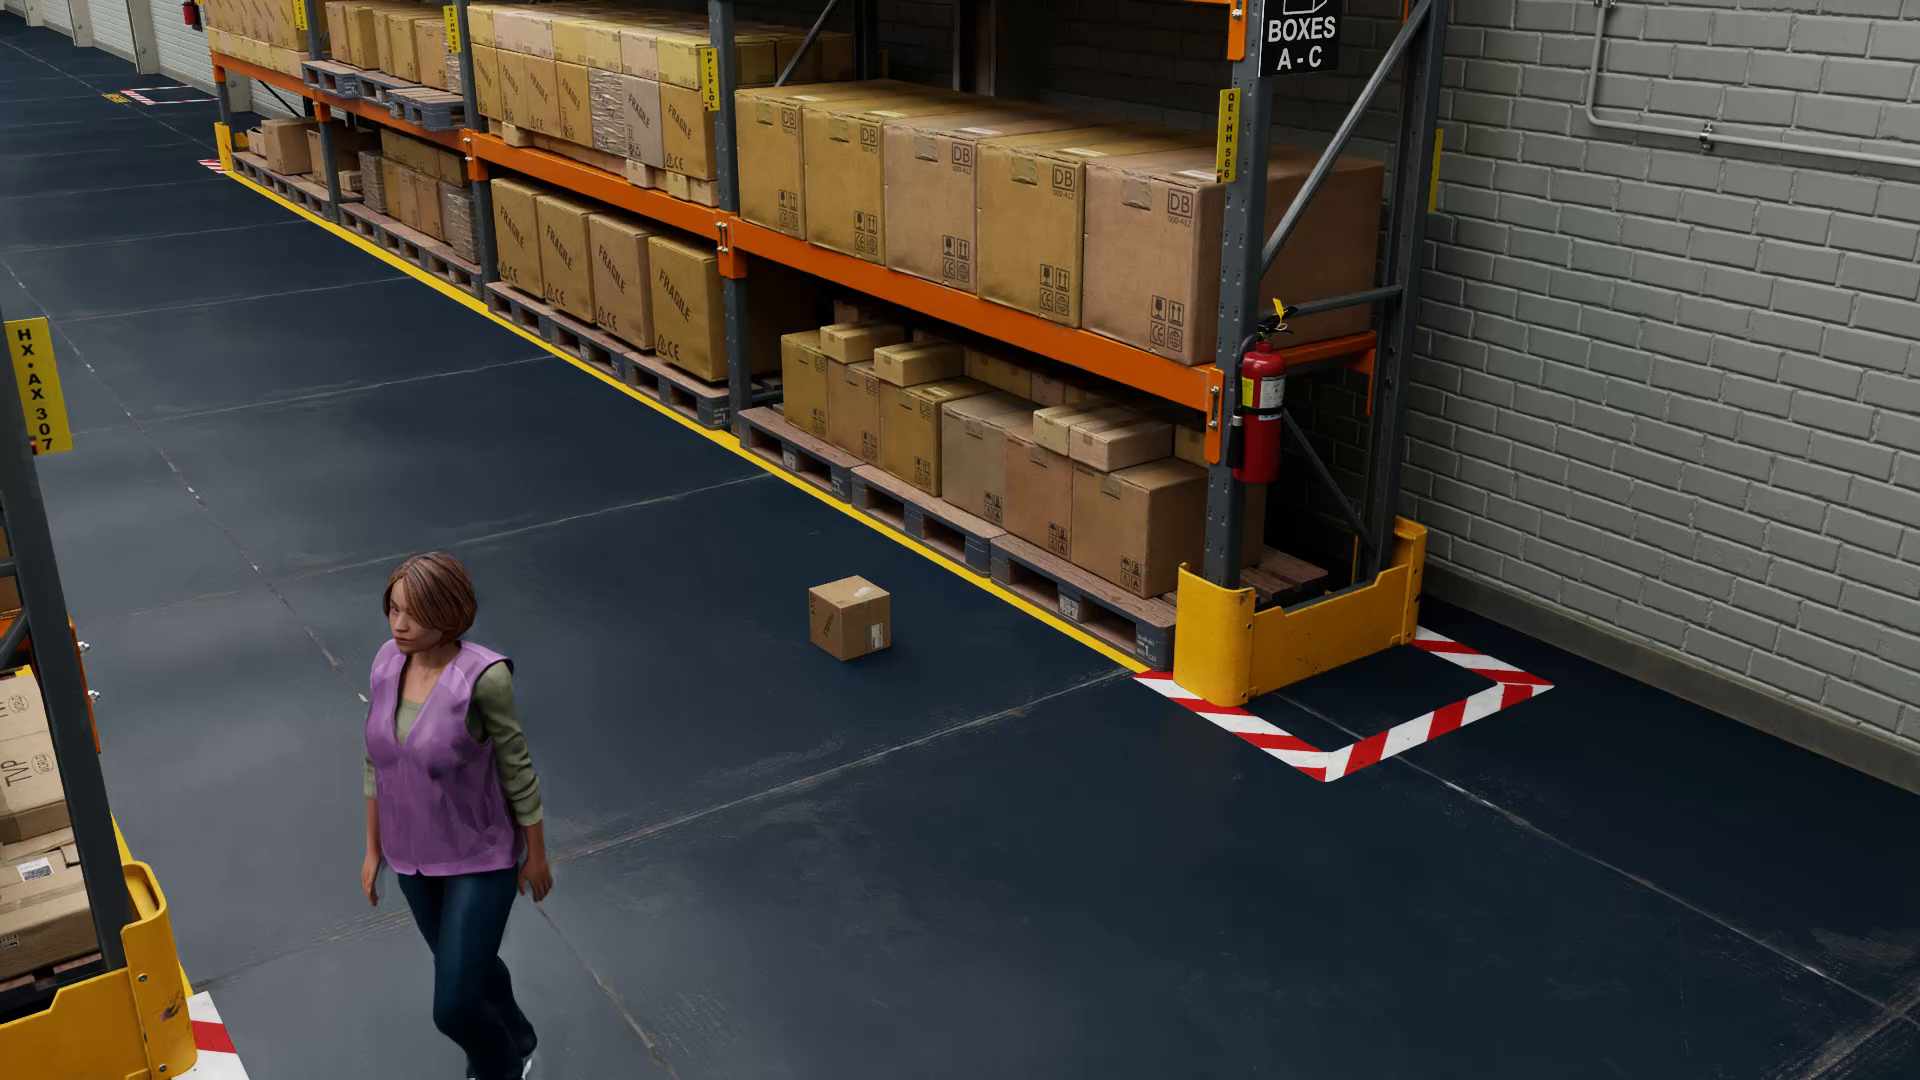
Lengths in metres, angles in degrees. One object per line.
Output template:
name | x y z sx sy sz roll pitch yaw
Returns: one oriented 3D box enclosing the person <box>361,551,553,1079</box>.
person | -1.233 0.787 4.110 0.433 1.629 0.367 9 24 22
